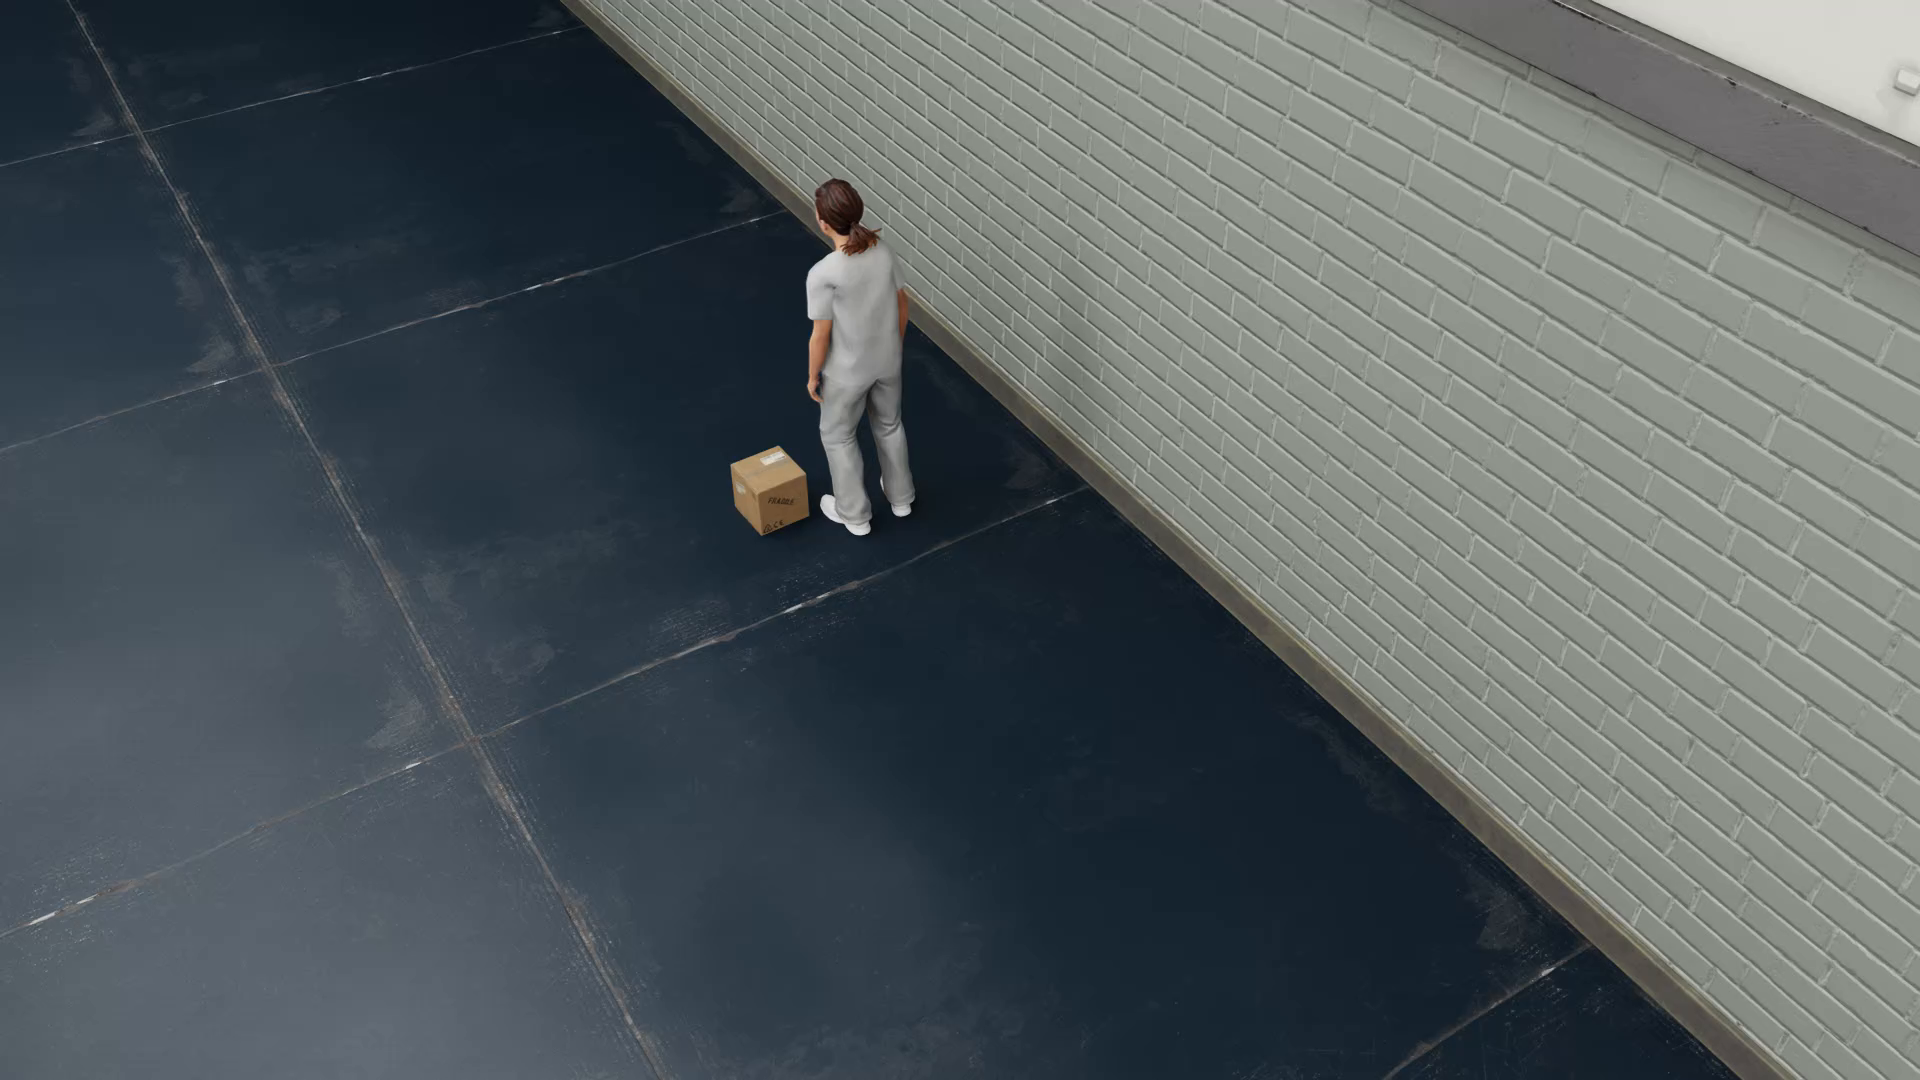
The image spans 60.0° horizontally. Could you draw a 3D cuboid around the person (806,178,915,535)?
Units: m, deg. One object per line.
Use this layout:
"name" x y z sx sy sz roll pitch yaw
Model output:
"person" -0.426 -0.749 7.024 0.507 1.671 0.358 -25 47 -26
